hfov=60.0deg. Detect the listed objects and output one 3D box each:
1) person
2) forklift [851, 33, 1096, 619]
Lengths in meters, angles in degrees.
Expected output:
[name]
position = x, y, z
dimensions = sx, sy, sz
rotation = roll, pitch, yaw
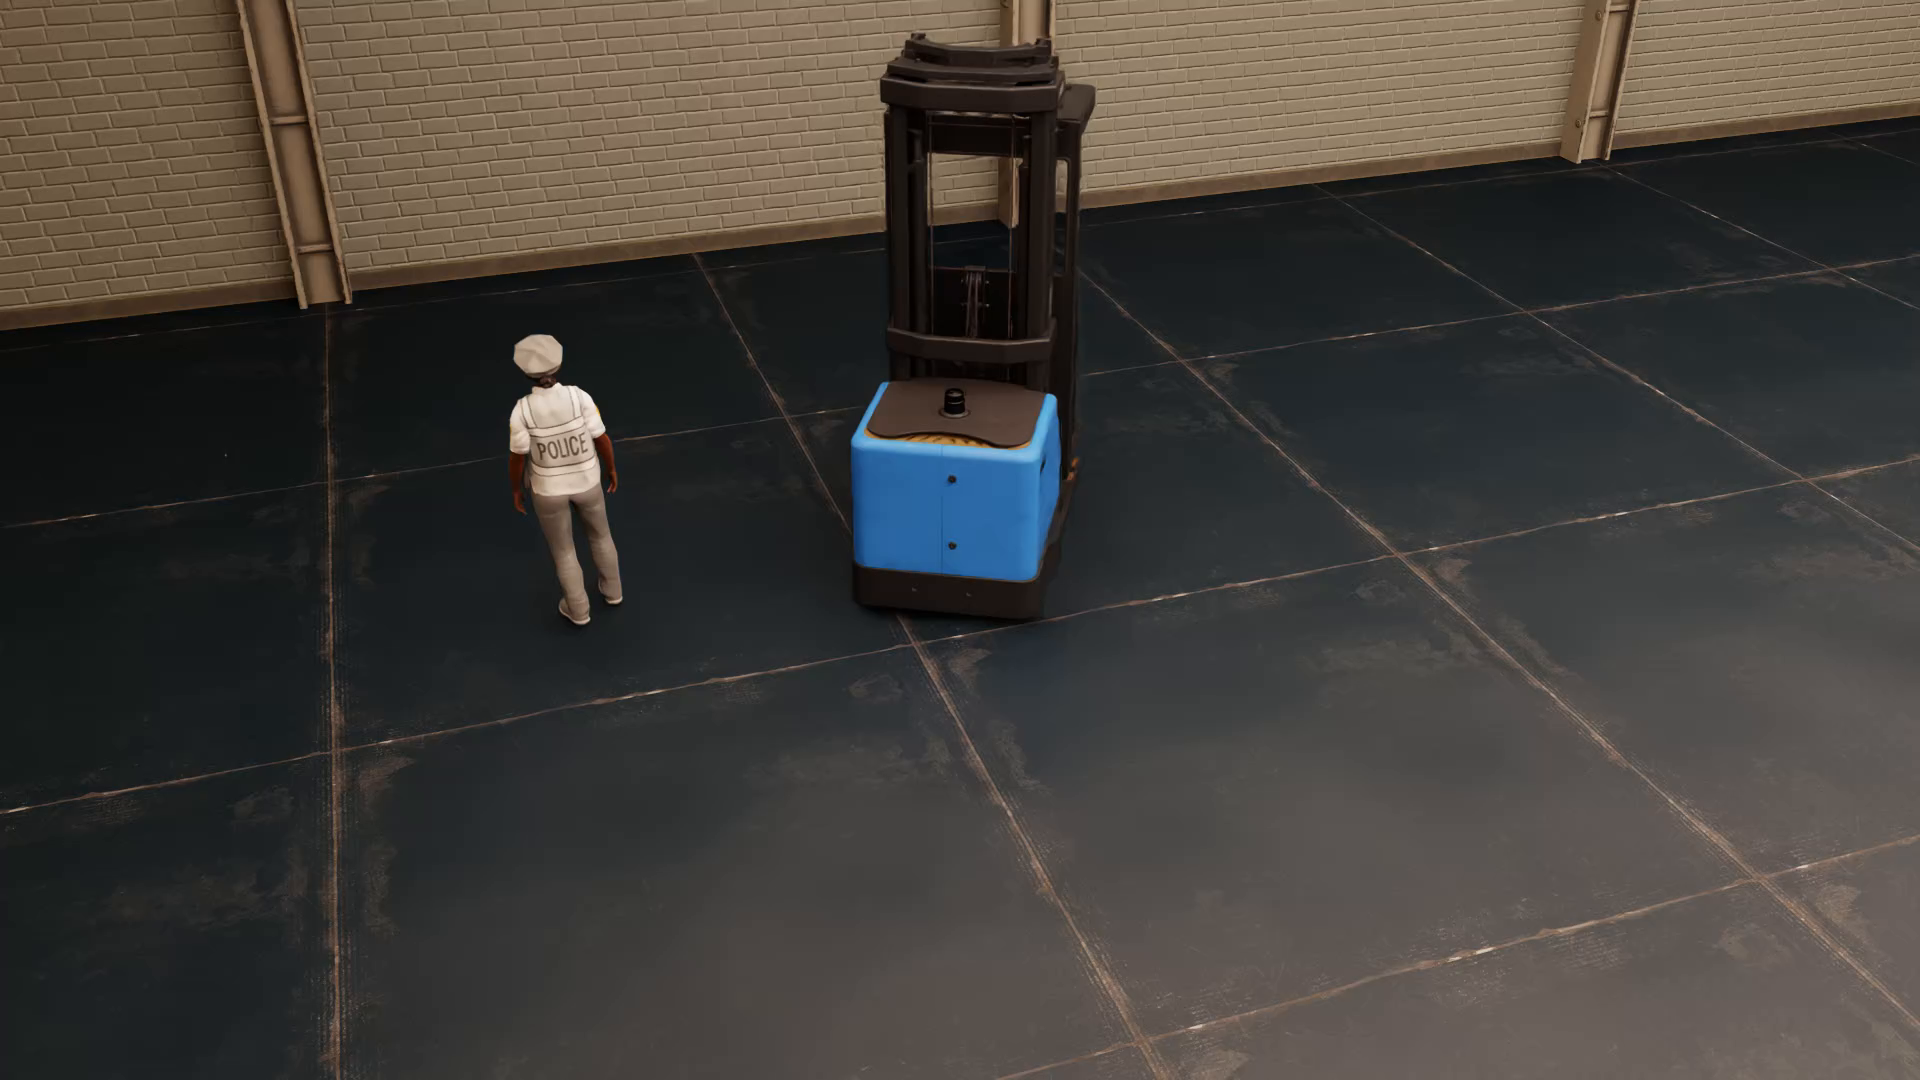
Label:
[person]
position = -2.127, -0.331, 8.899
dimensions = 0.568, 1.697, 0.523
rotation = -12, 32, -20
[forklift]
position = 0.170, -1.552, 9.785
dimensions = 1.130, 2.935, 3.031
rotation = 5, 30, 9
